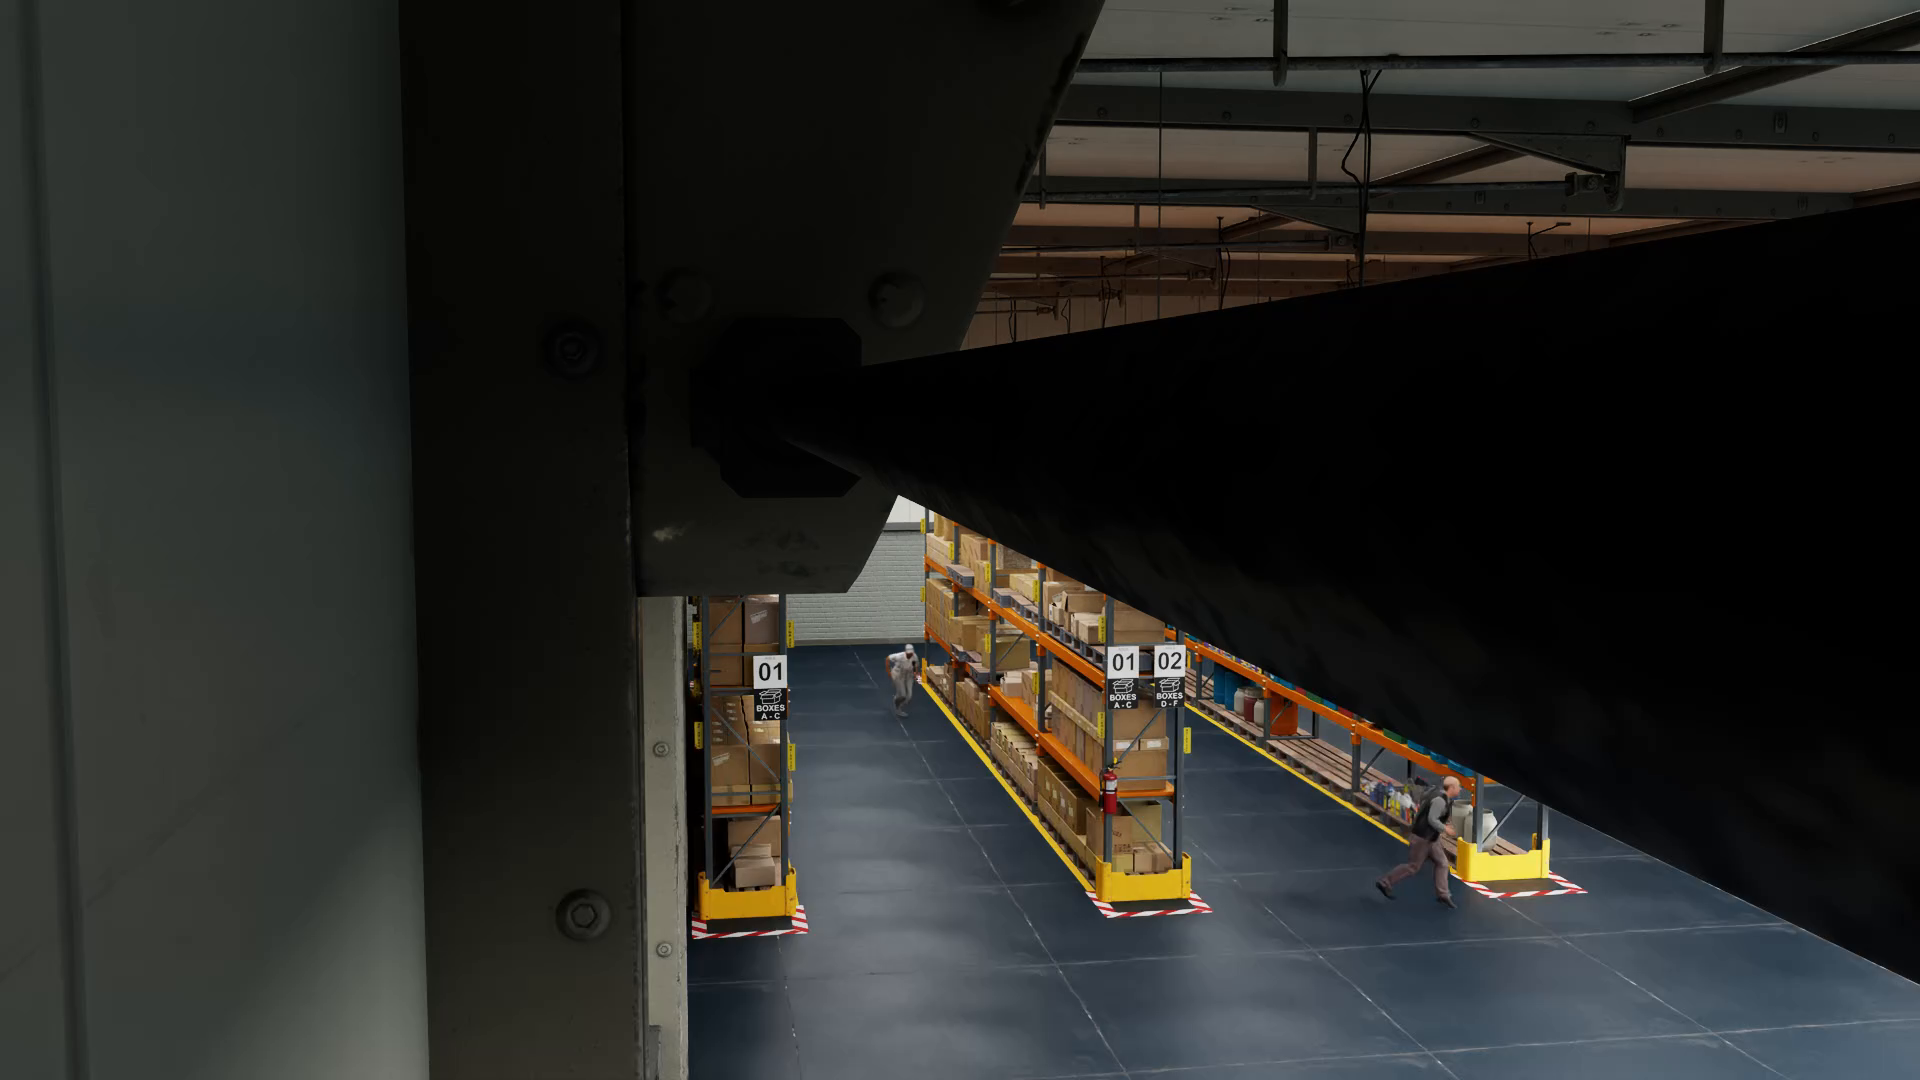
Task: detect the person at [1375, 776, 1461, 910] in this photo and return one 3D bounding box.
[{"bbox_3d":[5.656,3.725,20.532,1.007,1.682,0.697,1,5,11],"label":"person"}]

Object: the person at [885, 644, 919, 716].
[{"bbox_3d":[-1.118,2.744,32.436,0.633,1.490,0.807,-2,6,-26],"label":"person"}]
